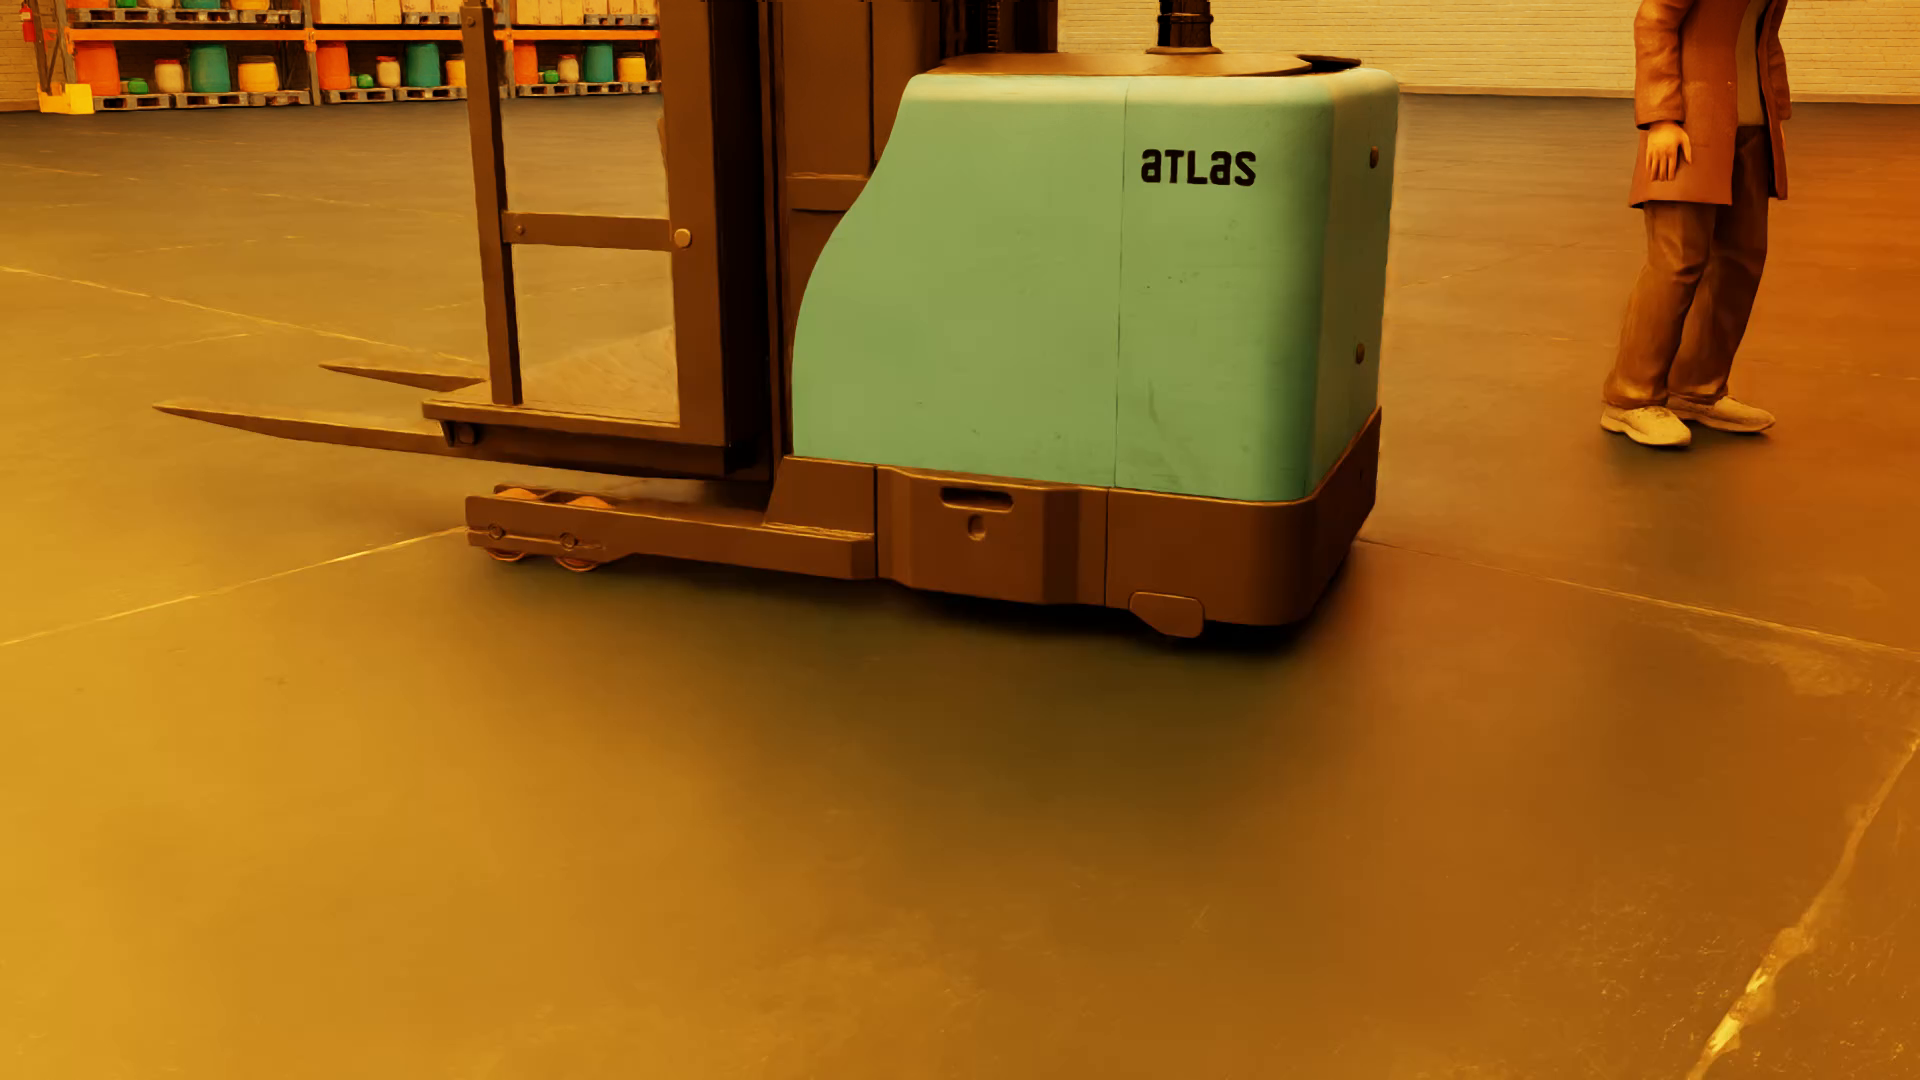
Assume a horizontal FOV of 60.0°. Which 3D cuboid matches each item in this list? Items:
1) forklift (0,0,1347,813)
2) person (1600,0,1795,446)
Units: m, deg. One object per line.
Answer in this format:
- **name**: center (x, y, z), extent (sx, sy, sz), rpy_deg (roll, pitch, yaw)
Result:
- **forklift**: center (-0.390, -1.255, 3.032), extent (1.130, 2.935, 3.031), rpy_deg (13, 21, 37)
- **person**: center (2.192, -1.134, 4.817), extent (0.648, 1.660, 0.431), rpy_deg (-11, 20, -31)
